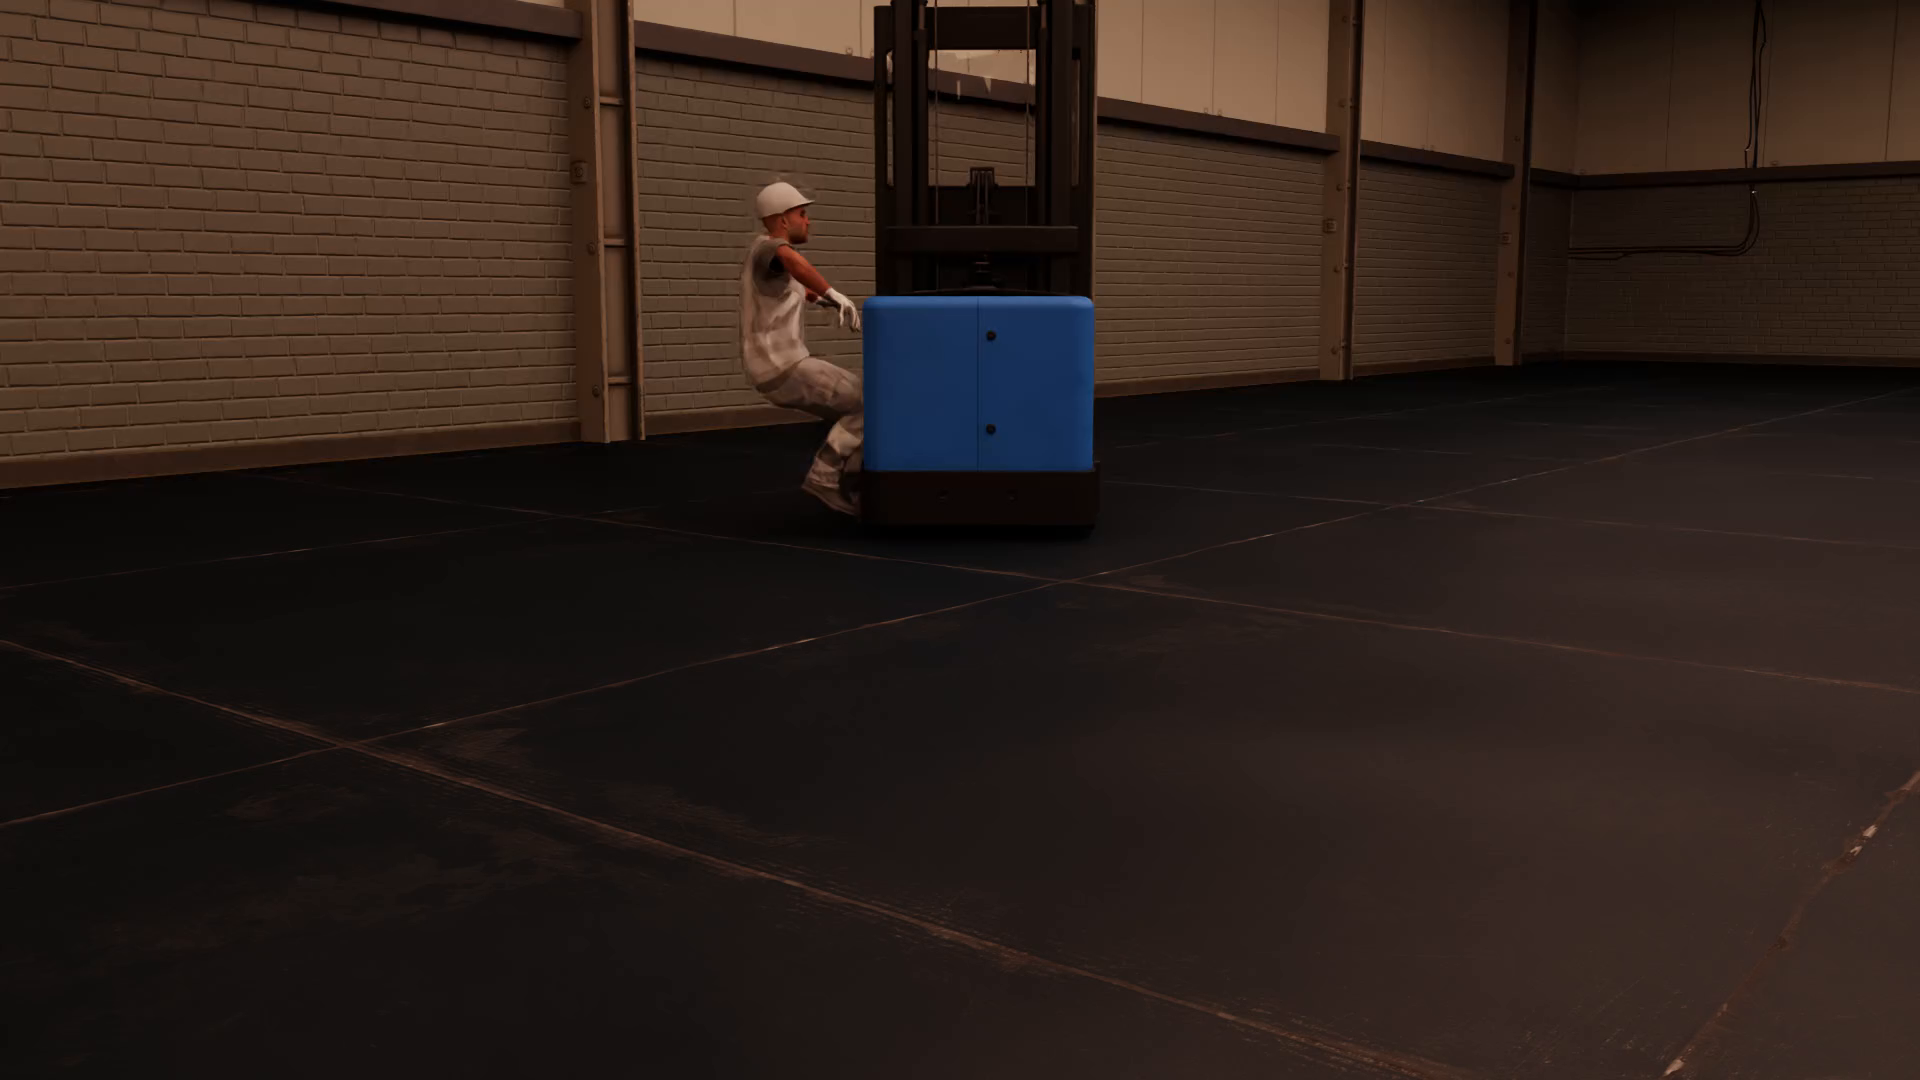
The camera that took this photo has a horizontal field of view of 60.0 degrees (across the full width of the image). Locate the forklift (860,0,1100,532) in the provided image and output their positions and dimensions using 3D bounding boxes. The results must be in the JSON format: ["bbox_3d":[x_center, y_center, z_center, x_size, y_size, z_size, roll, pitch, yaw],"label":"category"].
[{"bbox_3d":[0.123,-1.662,8.639,1.130,2.935,3.031,0,8,2],"label":"forklift"}]

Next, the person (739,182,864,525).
[{"bbox_3d":[-0.588,-0.830,7.639,0.844,1.590,1.153,-2,8,-11],"label":"person"}]
